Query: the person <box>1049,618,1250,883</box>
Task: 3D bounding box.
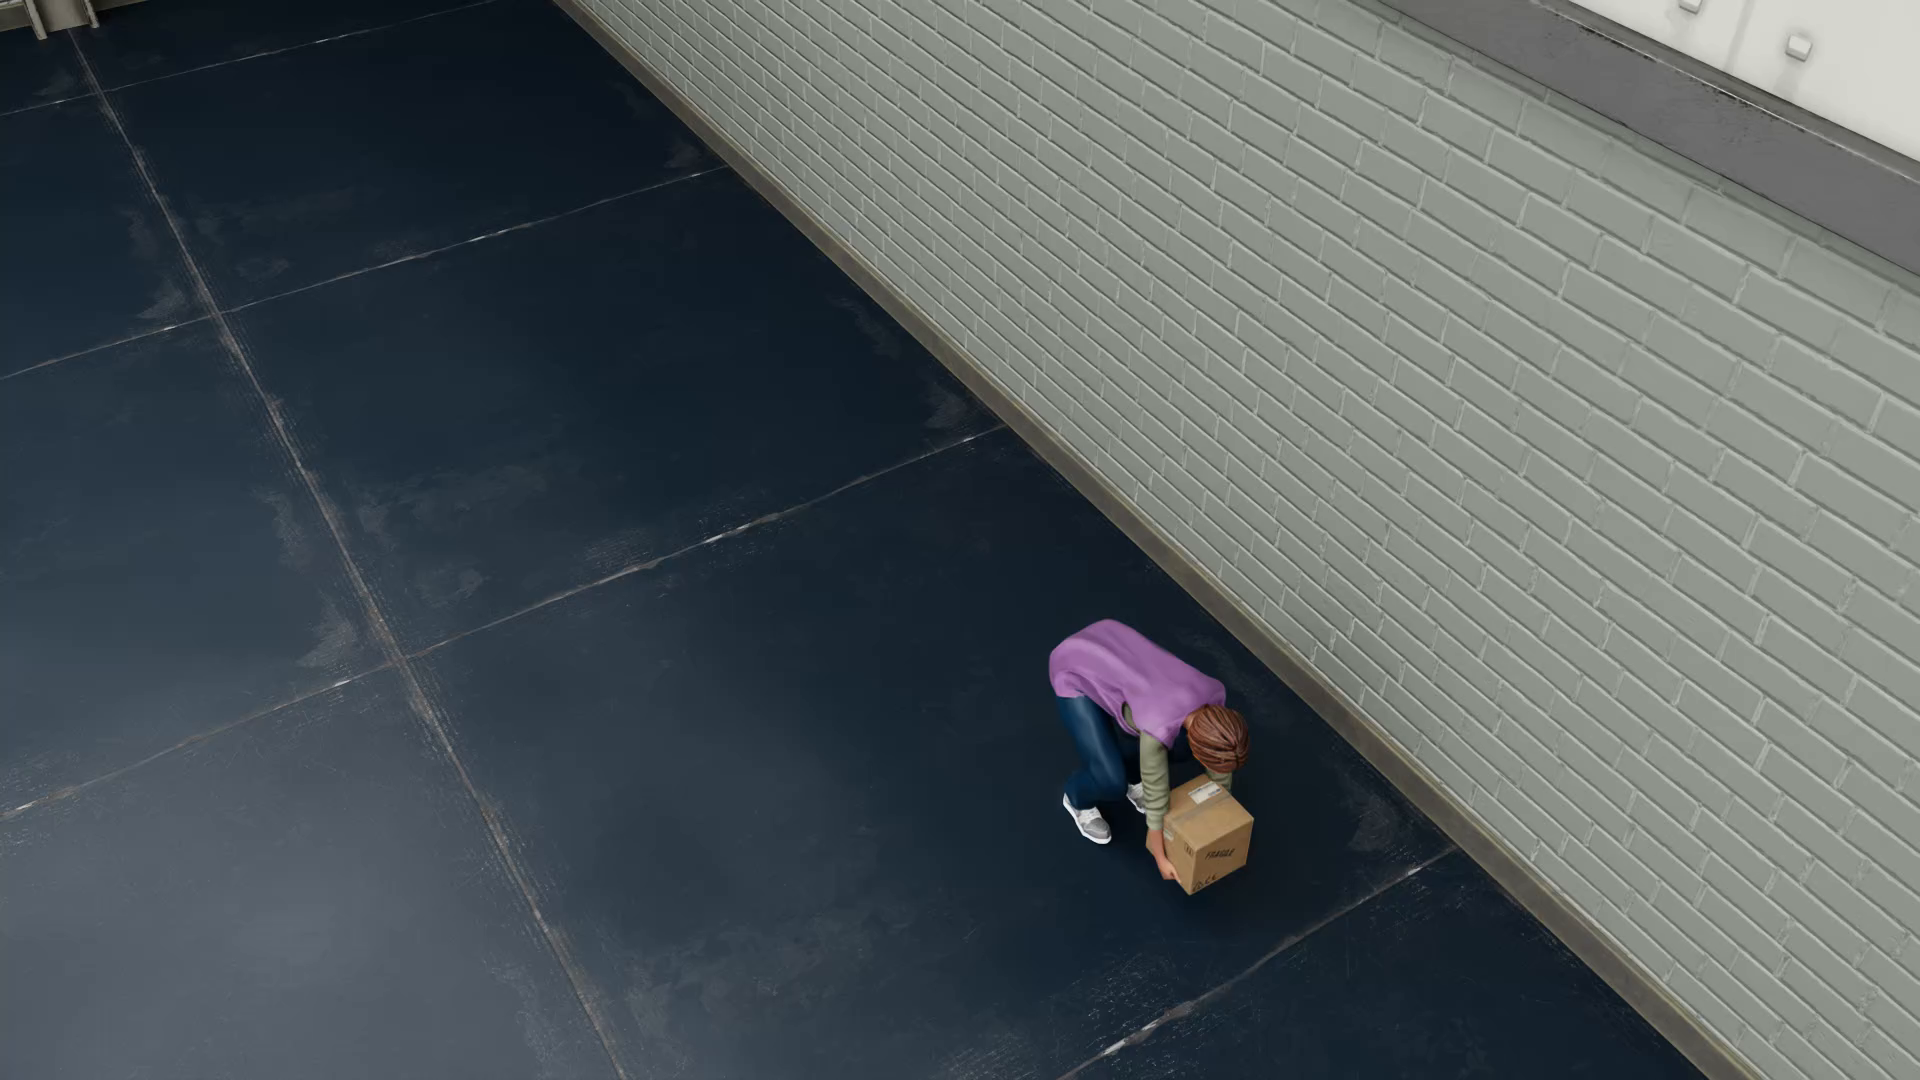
[{"bbox_3d":[0.651,0.743,5.836,0.431,0.918,0.861,-25,47,-26],"label":"person"}]
